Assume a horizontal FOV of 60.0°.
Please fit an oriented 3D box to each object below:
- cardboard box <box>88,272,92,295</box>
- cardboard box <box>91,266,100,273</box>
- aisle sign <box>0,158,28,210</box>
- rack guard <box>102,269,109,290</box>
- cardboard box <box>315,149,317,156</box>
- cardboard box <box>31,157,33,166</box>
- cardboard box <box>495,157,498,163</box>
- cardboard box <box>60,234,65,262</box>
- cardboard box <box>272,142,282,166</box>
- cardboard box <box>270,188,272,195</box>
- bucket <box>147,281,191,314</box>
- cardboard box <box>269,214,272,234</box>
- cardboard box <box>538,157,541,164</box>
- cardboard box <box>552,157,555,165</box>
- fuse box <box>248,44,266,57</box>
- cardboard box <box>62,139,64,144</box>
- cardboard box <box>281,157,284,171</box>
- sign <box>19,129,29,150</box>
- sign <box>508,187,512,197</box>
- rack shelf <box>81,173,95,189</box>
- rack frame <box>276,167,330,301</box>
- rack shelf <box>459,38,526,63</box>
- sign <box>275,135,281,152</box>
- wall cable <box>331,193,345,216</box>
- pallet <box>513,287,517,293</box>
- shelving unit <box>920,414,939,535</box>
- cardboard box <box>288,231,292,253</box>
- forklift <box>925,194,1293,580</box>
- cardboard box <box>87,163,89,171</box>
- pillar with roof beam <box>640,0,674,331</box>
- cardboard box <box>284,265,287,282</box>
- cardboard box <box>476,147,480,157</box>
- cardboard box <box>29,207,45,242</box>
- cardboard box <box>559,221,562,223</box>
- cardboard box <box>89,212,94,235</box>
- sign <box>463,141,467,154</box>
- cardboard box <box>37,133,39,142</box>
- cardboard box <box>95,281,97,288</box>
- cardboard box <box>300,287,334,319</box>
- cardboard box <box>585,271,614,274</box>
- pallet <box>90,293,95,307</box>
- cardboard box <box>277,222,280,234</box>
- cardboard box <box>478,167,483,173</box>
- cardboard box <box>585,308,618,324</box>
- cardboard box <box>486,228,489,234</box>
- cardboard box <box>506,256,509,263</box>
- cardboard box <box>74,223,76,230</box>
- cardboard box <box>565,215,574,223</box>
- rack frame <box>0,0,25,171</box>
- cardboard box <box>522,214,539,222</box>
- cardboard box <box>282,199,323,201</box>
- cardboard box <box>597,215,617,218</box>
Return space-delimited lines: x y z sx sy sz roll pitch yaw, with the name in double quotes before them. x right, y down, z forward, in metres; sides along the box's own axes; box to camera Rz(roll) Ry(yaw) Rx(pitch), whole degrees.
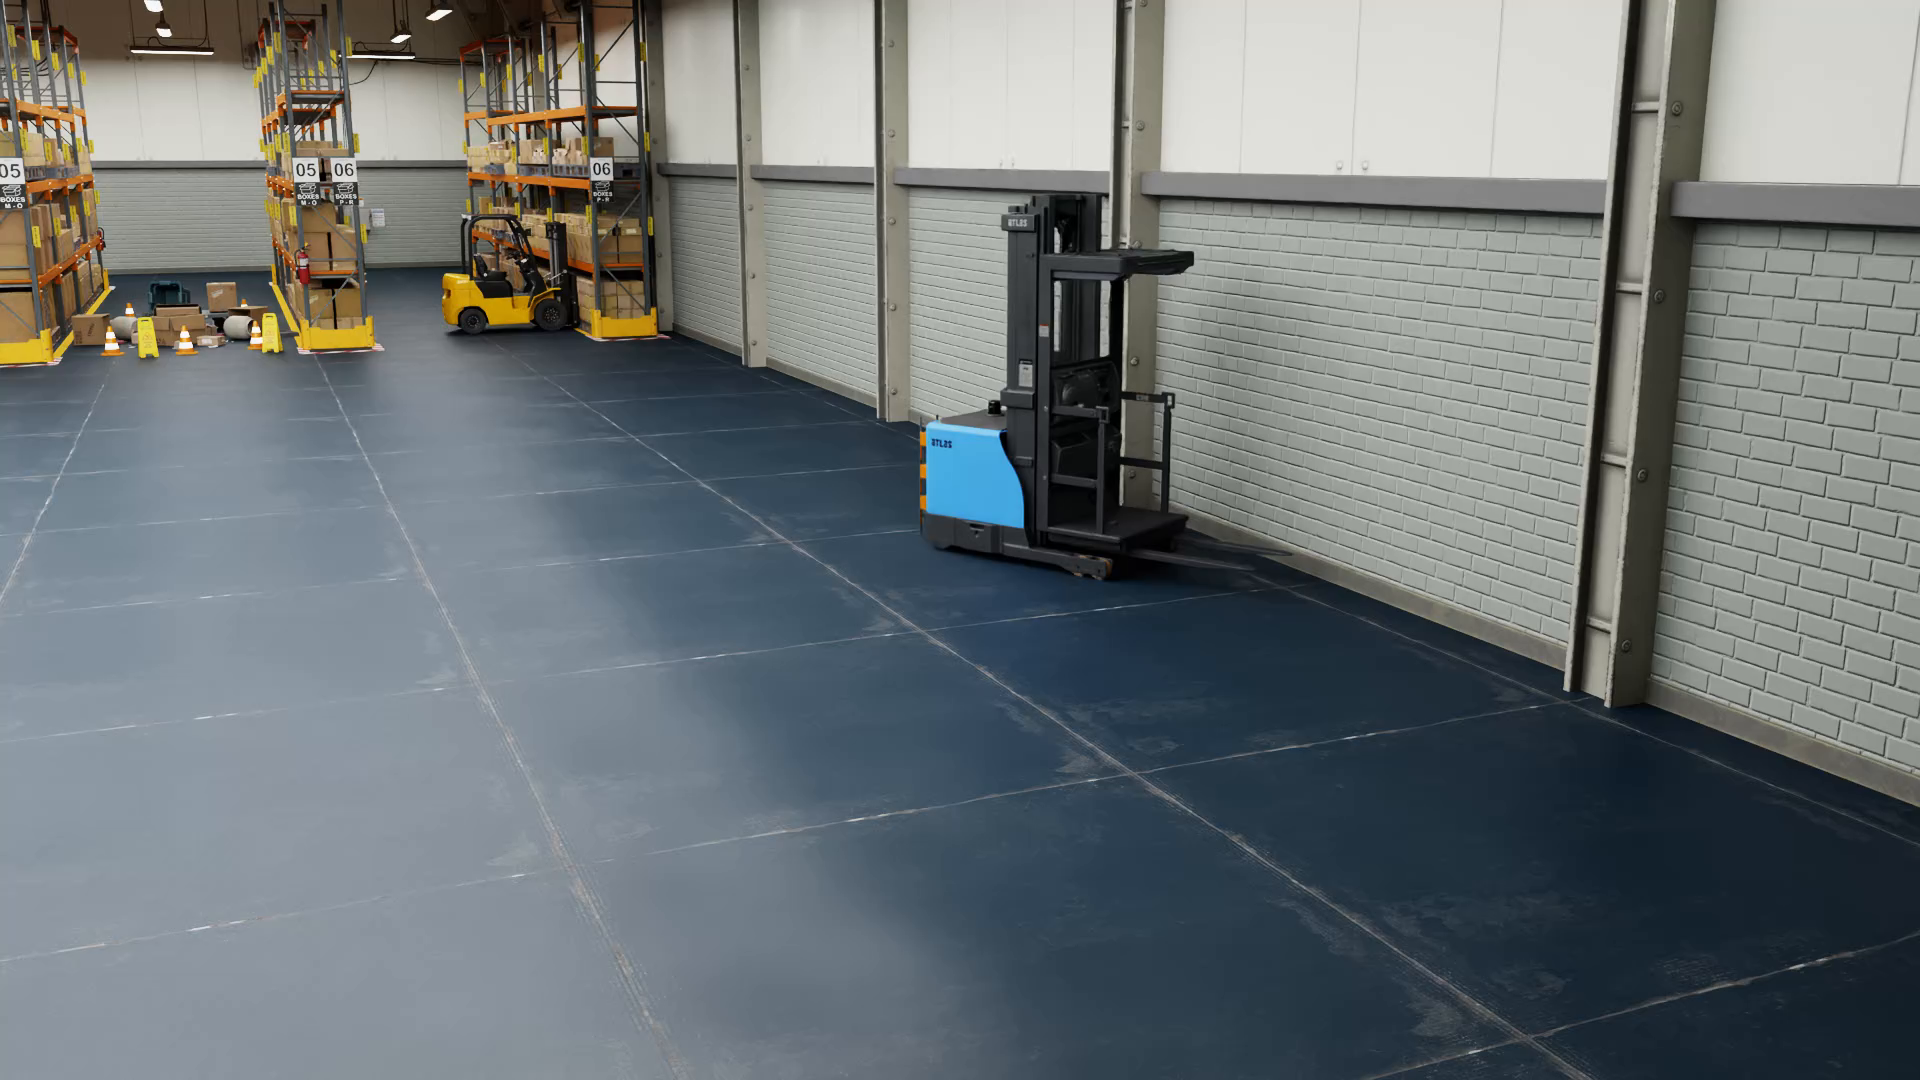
"cardboard box" -19.509 -5.657 36.773 0.500 0.500 0.500 -6 14 -24
"cardboard box" -20.722 -6.437 39.603 0.380 0.149 0.250 -5 14 -21
"aisle sign" -14.926 -5.600 26.150 0.394 0.787 0.004 -6 14 -23
"rack guard" -21.608 -6.393 40.886 1.175 0.500 0.348 -6 14 -23
"cardboard box" -11.208 -6.617 28.443 0.380 0.149 0.250 -5 14 -22
"cardboard box" -15.477 -6.222 27.353 0.380 0.149 0.250 -6 14 -23
"cardboard box" -10.734 -8.948 39.132 0.380 0.149 0.250 -5 14 -22
"cardboard box" -16.998 -5.434 30.973 0.500 0.500 0.500 -6 14 -23
"cardboard box" -14.228 -8.223 35.433 0.797 0.503 0.637 -7 15 -26
"cardboard box" -16.672 -8.524 40.671 0.380 0.149 0.250 -6 14 -24
"bucket" -14.664 -4.474 30.936 0.726 0.611 0.620 -1 3 -4
"cardboard box" -17.214 -8.019 42.142 0.500 0.500 0.500 -6 14 -23
"cardboard box" -8.509 -7.857 34.417 0.380 0.149 0.250 -6 14 -23
"cardboard box" -7.888 -7.537 33.034 0.380 0.149 0.250 -5 14 -22
"fuse box" -19.644 -13.711 46.558 0.513 0.334 0.176 -6 14 -23
"cardboard box" -18.550 -8.072 34.023 0.396 0.266 0.258 -6 14 -23
"cardboard box" -12.411 -7.033 31.127 0.500 0.250 0.500 -6 14 -24
"sign" -14.718 -6.296 26.154 0.100 0.325 0.005 -6 14 -23
"sign" -12.080 -9.308 44.667 0.100 0.325 0.005 -6 14 -23
"rack shelf" -20.837 -8.325 38.629 1.077 0.370 4.000 -6 14 -23
"rack frame" -13.939 -6.442 35.552 1.000 3.000 0.127 -6 14 -23
"rack shelf" -11.796 -12.322 41.879 1.077 0.370 4.000 -6 14 -23
"sign" -12.843 -7.470 31.321 0.100 0.325 0.005 -6 14 -23
"wall cable" -18.129 -9.883 48.167 0.588 1.984 0.122 -6 14 -23
"pallet" -10.141 -5.942 39.576 1.003 0.211 1.213 -6 14 -23
"shelving unit" -0.192 -0.547 14.406 0.215 1.050 0.252 -10 16 -36
"cardboard box" -12.415 -5.693 31.435 0.500 0.500 0.500 -6 14 -23
"forklift" 1.183 -1.249 13.268 3.031 2.935 1.130 10 16 36
"cardboard box" -20.816 -8.737 39.147 0.500 0.250 0.500 -5 14 -21
"pillar with roof beam" -9.585 -7.998 28.968 9.100 9.000 0.400 -6 14 -23
"cardboard box" -16.053 -6.549 40.766 0.875 0.438 0.875 -6 14 -25
"cardboard box" -12.035 -9.893 42.373 0.500 0.250 0.500 -5 14 -21
"cardboard box" -15.747 -5.234 27.604 0.875 0.550 0.550 -6 14 -23
"cardboard box" -7.798 -6.287 33.220 0.380 0.149 0.250 -5 14 -22
"cardboard box" -20.377 -7.328 38.499 0.500 0.500 0.500 -6 14 -24
"sign" -13.094 -10.382 43.985 0.100 0.325 0.005 -6 14 -23
"cardboard box" -16.092 -6.926 28.626 0.380 0.149 0.250 -5 14 -22
"cardboard box" -20.444 -5.985 38.968 0.380 0.149 0.250 -6 14 -24
"cardboard box" -11.294 -4.162 29.202 0.500 0.500 0.500 -6 14 -23
"cardboard box" -7.199 -5.229 33.262 0.500 0.250 0.500 -6 14 -24
"pallet" -19.723 -5.281 36.721 1.003 0.211 1.213 -6 14 -23
"cardboard box" -14.798 -6.899 36.751 0.500 0.250 0.500 -6 14 -24
"cardboard box" -12.053 -9.420 42.322 0.380 0.149 0.250 -5 14 -22
"cardboard box" -6.665 -4.172 30.910 0.500 0.250 0.500 -6 14 -23
"cardboard box" -11.812 -7.849 42.186 0.380 0.149 0.250 -6 14 -24
"cardboard box" -10.799 -6.820 40.359 0.380 0.149 0.250 -6 15 -26
"cardboard box" -19.276 -6.748 35.838 0.380 0.149 0.250 -6 15 -26
"cardboard box" -7.498 -6.270 32.490 0.380 0.149 0.250 -6 14 -24
"rack frame" -15.229 -7.244 25.712 1.000 3.000 0.127 -6 14 -23
"cardboard box" -9.534 -7.164 37.009 0.380 0.149 0.250 -5 14 -21
"cardboard box" -11.998 -5.972 30.423 0.700 0.500 0.500 -6 14 -24
"cardboard box" -6.829 -6.213 32.243 0.380 0.149 0.250 -5 14 -21
